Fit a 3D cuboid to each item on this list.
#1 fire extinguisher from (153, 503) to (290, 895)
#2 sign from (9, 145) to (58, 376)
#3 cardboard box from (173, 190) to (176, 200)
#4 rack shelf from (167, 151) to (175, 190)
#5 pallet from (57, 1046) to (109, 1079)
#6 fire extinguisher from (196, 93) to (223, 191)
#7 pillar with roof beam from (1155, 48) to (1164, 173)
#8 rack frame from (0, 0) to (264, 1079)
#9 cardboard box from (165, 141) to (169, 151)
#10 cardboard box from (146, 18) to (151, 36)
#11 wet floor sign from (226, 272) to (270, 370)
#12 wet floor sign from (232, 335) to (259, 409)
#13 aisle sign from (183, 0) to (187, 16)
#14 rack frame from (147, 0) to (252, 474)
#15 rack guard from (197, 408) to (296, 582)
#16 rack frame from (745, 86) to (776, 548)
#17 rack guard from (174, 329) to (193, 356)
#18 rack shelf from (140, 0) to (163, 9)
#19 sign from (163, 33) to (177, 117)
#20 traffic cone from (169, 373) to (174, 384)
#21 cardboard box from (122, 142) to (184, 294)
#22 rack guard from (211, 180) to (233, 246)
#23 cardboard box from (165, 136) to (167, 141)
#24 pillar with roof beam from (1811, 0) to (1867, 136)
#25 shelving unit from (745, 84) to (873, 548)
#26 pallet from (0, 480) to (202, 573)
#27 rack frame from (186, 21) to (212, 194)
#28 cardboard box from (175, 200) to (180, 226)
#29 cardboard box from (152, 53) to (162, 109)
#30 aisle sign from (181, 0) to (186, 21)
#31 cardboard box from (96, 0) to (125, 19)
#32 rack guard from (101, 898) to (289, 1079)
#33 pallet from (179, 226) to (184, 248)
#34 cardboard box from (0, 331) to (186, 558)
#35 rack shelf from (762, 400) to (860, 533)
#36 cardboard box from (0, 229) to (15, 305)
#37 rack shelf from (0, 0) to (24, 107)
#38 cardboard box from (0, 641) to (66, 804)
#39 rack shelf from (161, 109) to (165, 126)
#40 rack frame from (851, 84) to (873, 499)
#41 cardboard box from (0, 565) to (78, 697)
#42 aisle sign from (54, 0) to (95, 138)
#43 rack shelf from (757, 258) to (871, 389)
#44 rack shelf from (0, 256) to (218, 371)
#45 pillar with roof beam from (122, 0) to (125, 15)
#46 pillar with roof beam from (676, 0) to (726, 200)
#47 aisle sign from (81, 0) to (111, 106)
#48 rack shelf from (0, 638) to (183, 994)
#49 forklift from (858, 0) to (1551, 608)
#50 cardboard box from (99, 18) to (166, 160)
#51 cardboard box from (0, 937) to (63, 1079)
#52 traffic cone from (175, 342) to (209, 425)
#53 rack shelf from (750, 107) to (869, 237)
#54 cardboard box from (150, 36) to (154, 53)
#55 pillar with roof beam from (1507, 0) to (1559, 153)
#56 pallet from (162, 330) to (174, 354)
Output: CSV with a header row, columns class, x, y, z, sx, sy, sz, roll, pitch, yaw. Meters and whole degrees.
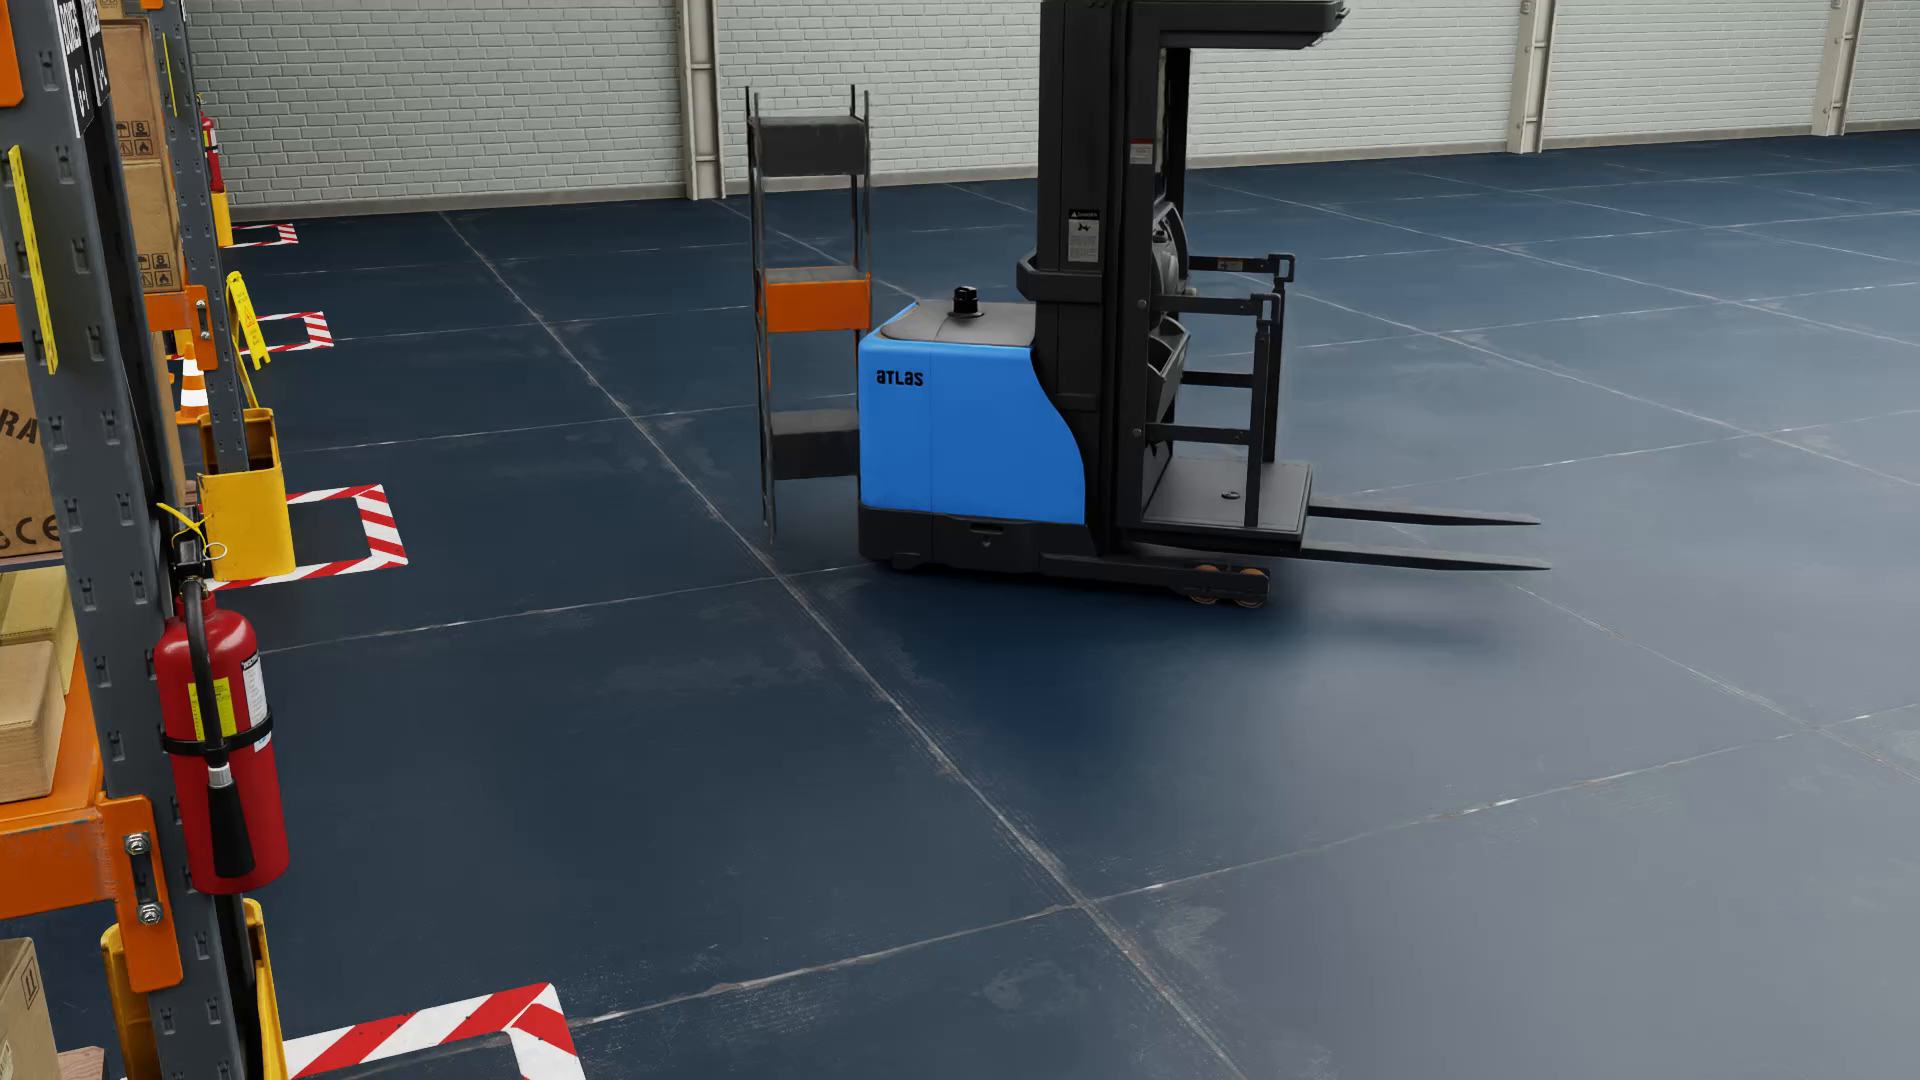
class,x,y,z,sx,sy,sz,roll,pitch,yaw
fire extinguisher,-1.281,0.273,2.846,0.183,0.674,0.296,-8,21,-22
sign,-1.368,-0.412,2.457,0.005,0.325,0.100,-8,21,-22
cardboard box,-7.787,-3.402,15.921,0.500,0.250,0.500,-8,21,-23
rack shelf,-7.331,-2.308,11.145,4.000,0.370,1.077,-8,21,-22
pallet,-2.399,1.533,3.351,1.213,0.211,1.003,-8,21,-22
fire extinguisher,-5.207,-2.749,11.429,0.183,0.674,0.296,-8,21,-22
pillar with roof beam,4.263,-7.703,16.349,0.400,9.000,9.100,-8,21,-22
rack frame,-1.570,0.110,3.192,0.053,2.616,0.949,-8,21,-22
cardboard box,-7.763,-3.641,15.849,0.500,0.250,0.500,-7,21,-20
cardboard box,-7.709,-4.806,15.580,0.250,0.149,0.380,-8,21,-22
wet floor sign,-4.896,-1.499,11.308,0.232,0.644,0.267,-1,19,-3
wet floor sign,-4.199,-0.912,9.640,0.232,0.644,0.267,-12,23,-31
aisle sign,-3.495,-2.742,7.378,0.004,0.787,0.394,-8,21,-22
rack frame,-3.441,-1.415,7.523,0.127,3.000,1.000,-8,21,-22
rack guard,-3.419,-0.239,7.947,0.348,0.500,1.175,-8,21,-22
rack frame,-0.929,-1.016,7.746,0.015,2.100,0.400,-4,20,-12
rack guard,-5.564,-1.722,12.159,0.348,0.500,1.175,-8,21,-22
rack shelf,-5.277,-2.227,6.397,4.000,0.370,1.077,-8,21,-22
sign,-3.239,-1.905,6.816,0.005,0.325,0.100,-8,21,-22
traffic cone,-5.378,-1.264,10.916,0.334,0.463,0.336,-8,21,-22
cardboard box,-3.764,-1.423,7.320,0.550,0.550,0.875,-8,21,-22
rack guard,-7.442,-3.248,16.494,0.348,0.500,1.175,-8,21,-22
cardboard box,-7.980,-3.791,16.275,0.500,0.250,0.500,-8,21,-23
pillar with roof beam,15.282,-9.281,20.833,0.400,9.000,9.100,-8,21,-22
shelving unit,-0.691,-1.034,7.798,0.503,2.100,0.431,-4,20,-12
pallet,-4.144,0.030,7.620,1.213,0.211,1.003,-8,21,-22
rack frame,-7.464,-4.424,16.070,0.127,3.000,1.000,-8,21,-22
cardboard box,-7.770,-3.167,16.008,0.500,0.250,0.500,-8,21,-22
cardboard box,-7.812,-4.326,15.642,0.500,0.500,0.500,-9,21,-23
aisle sign,-3.257,-2.559,6.858,0.004,0.787,0.394,-8,21,-22
cardboard box,-5.877,-3.436,11.161,0.500,0.500,0.700,-9,21,-23
rack guard,-1.639,1.300,3.576,0.348,0.500,1.175,-8,21,-22
pallet,-8.150,-2.995,16.211,1.213,0.211,1.003,-8,21,-22
cardboard box,-4.037,-0.501,7.496,0.875,0.875,0.875,-8,21,-22
rack shelf,-0.691,-0.361,8.035,0.480,0.518,0.431,-4,20,-12
cardboard box,-4.260,-1.344,7.096,0.550,0.550,0.875,-8,21,-22
rack shelf,-3.405,-0.701,2.064,4.000,0.370,1.077,-8,21,-22
cardboard box,-1.749,0.330,2.946,0.250,0.149,0.380,-8,21,-22
rack shelf,-9.300,-3.822,15.442,4.000,0.370,1.077,-8,21,-22
rack frame,-0.454,-1.053,7.851,0.015,2.100,0.400,-4,20,-12
cardboard box,-1.925,0.195,3.331,0.250,0.149,0.380,-8,21,-22
aisle sign,-1.393,-1.032,2.521,0.004,0.787,0.394,-8,21,-22
rack shelf,-0.691,-1.022,7.803,0.480,0.518,0.431,-4,20,-12
rack shelf,-5.277,-0.812,6.895,4.000,0.370,1.077,-8,21,-22
pillar with roof beam,-6.755,-6.124,11.866,0.400,9.000,9.100,-8,21,-22
pillar with roof beam,-1.246,-6.913,14.107,0.400,9.000,9.100,-8,21,-22
aisle sign,-1.631,-1.215,3.041,0.004,0.787,0.394,-8,21,-22
rack shelf,-3.405,0.714,2.562,4.000,0.370,1.077,-8,21,-22
forklift,1.108,-1.284,7.256,3.031,2.935,1.130,5,20,13
cardboard box,-3.797,-1.958,7.214,0.550,0.550,0.875,-8,21,-22
cardboard box,-2.149,1.169,3.316,0.500,0.500,0.500,-4,20,-12
traffic cone,-4.626,-0.971,10.082,0.334,0.463,0.336,-8,21,-22
rack shelf,-0.691,-1.682,7.571,0.480,0.518,0.431,-4,20,-12
cardboard box,-7.671,-4.646,15.574,0.250,0.149,0.380,-8,21,-21
pillar with roof beam,9.773,-8.492,18.591,0.400,9.000,9.100,-8,21,-22
pallet,-6.324,-1.489,11.934,1.213,0.211,1.003,-8,21,-22
